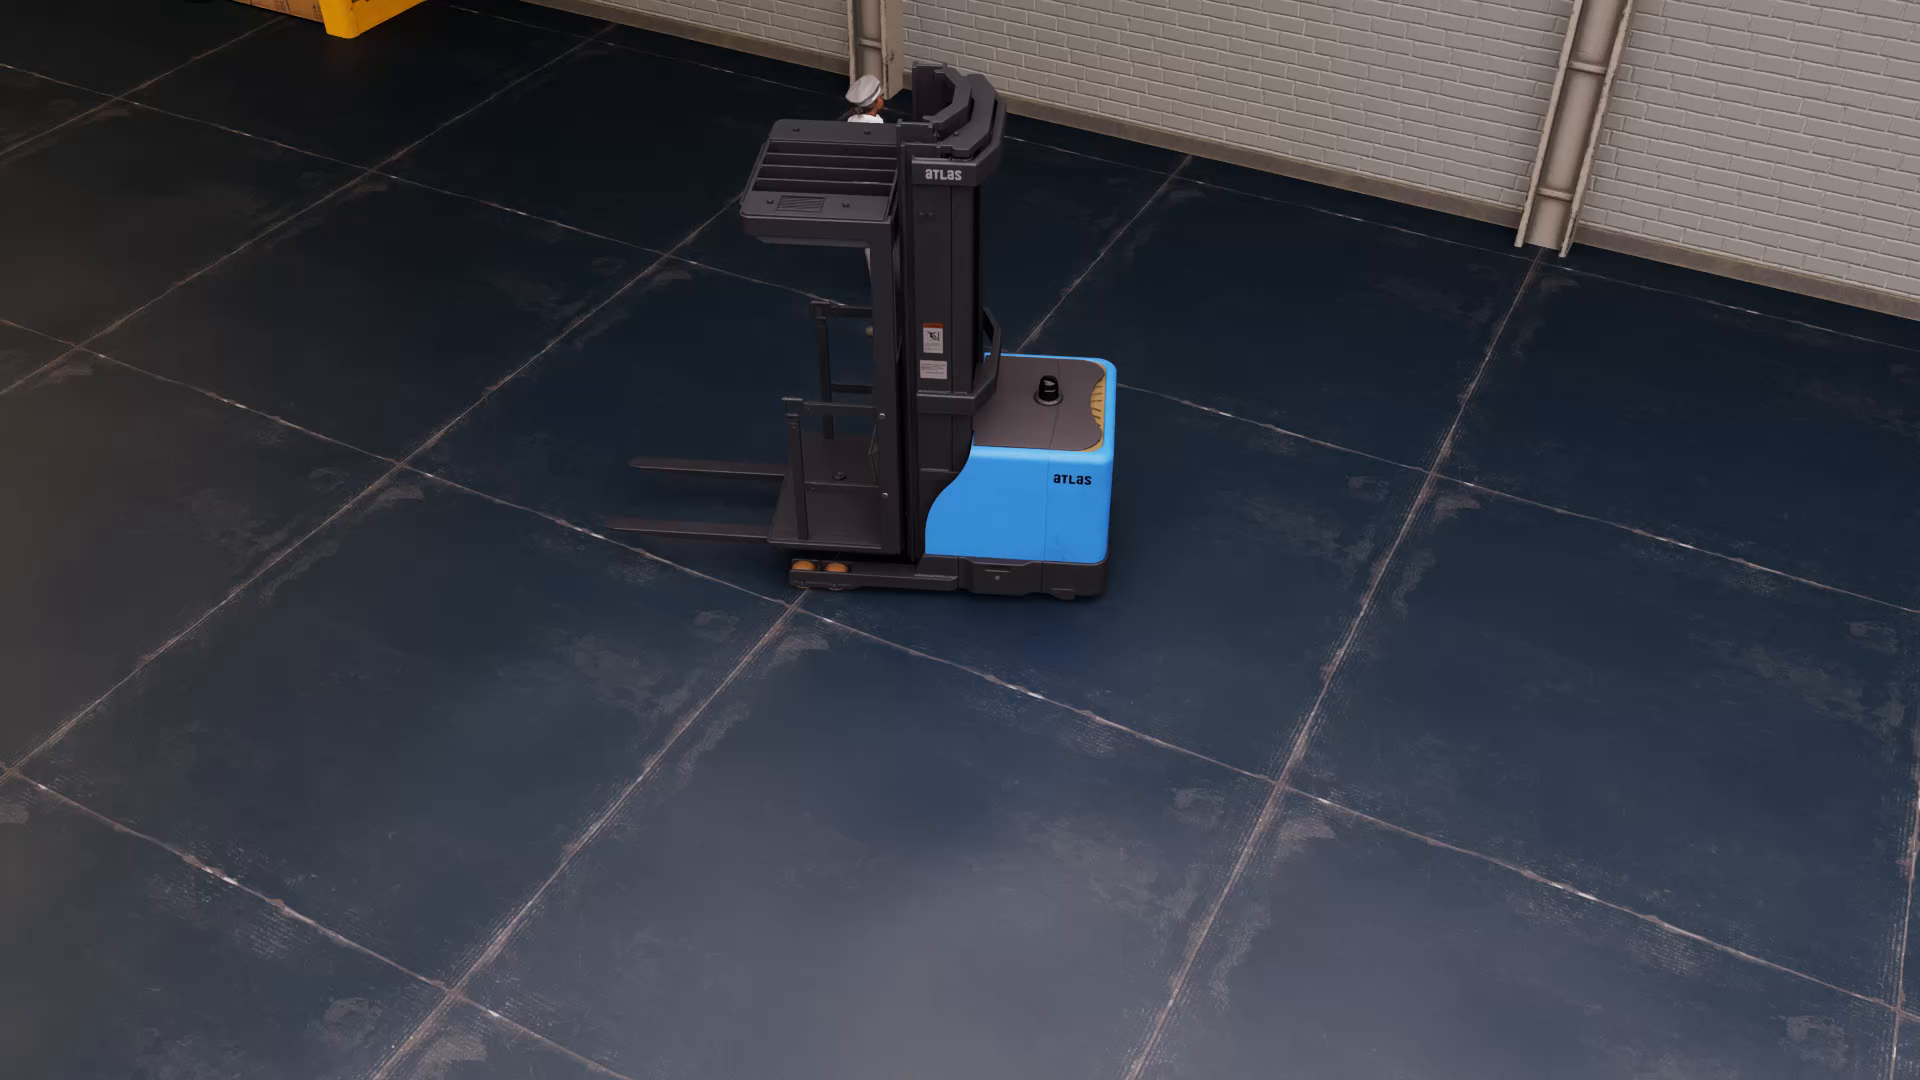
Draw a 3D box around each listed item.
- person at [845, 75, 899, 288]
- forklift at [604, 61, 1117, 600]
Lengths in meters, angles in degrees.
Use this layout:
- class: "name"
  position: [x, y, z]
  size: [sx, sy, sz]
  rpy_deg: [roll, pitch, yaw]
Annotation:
- class: "person"
  position: [-0.516, -2.512, 11.918]
  size: [0.531, 1.695, 0.568]
  rpy_deg: [-18, 43, -20]
- class: "forklift"
  position: [-0.606, -1.157, 9.360]
  size: [3.031, 2.935, 1.130]
  rpy_deg: [3, 40, 4]
